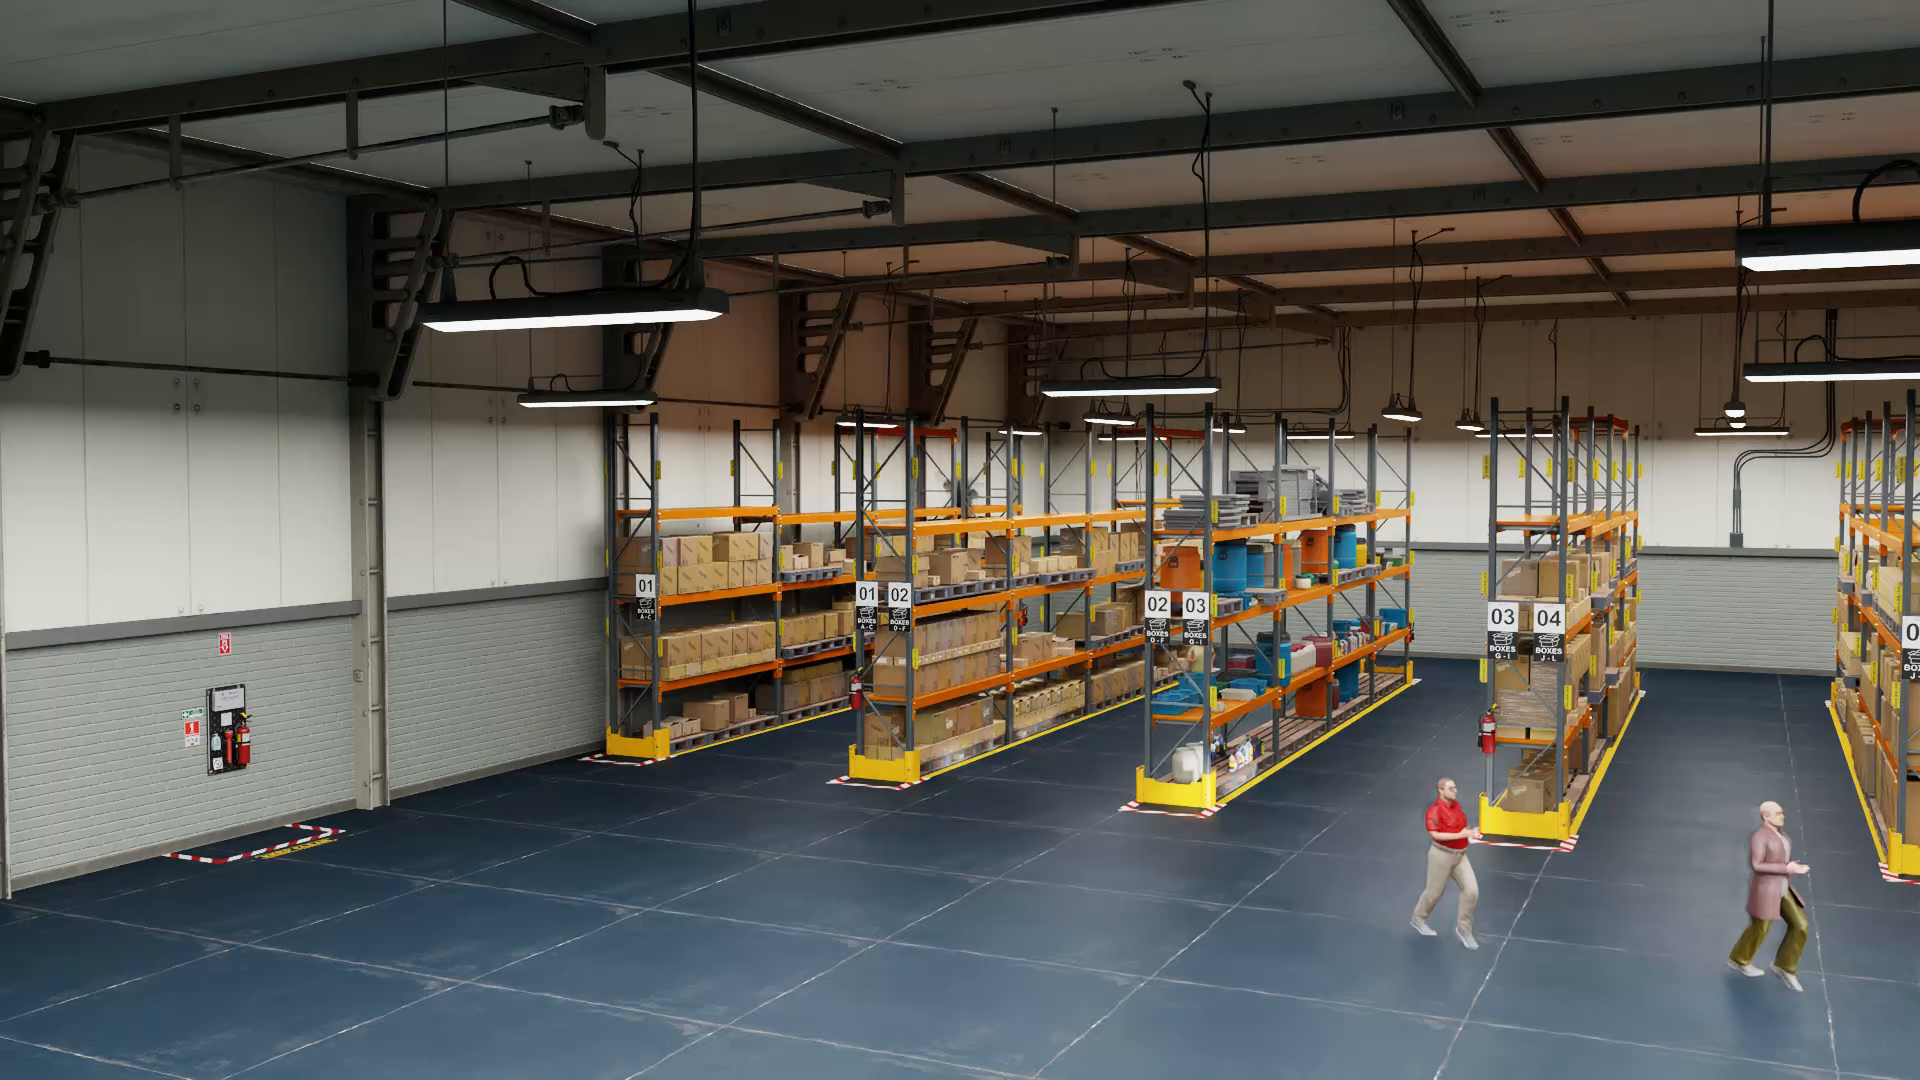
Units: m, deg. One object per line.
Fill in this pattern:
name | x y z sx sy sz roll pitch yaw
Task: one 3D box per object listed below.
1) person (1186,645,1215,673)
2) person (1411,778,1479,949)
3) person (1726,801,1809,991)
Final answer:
person | 4.892 2.710 33.845 0.580 1.664 0.908 1 2 12
person | 5.142 3.407 17.558 0.637 1.801 0.792 -2 3 -33
person | 7.851 3.489 16.108 0.684 1.755 0.841 -1 3 -32
